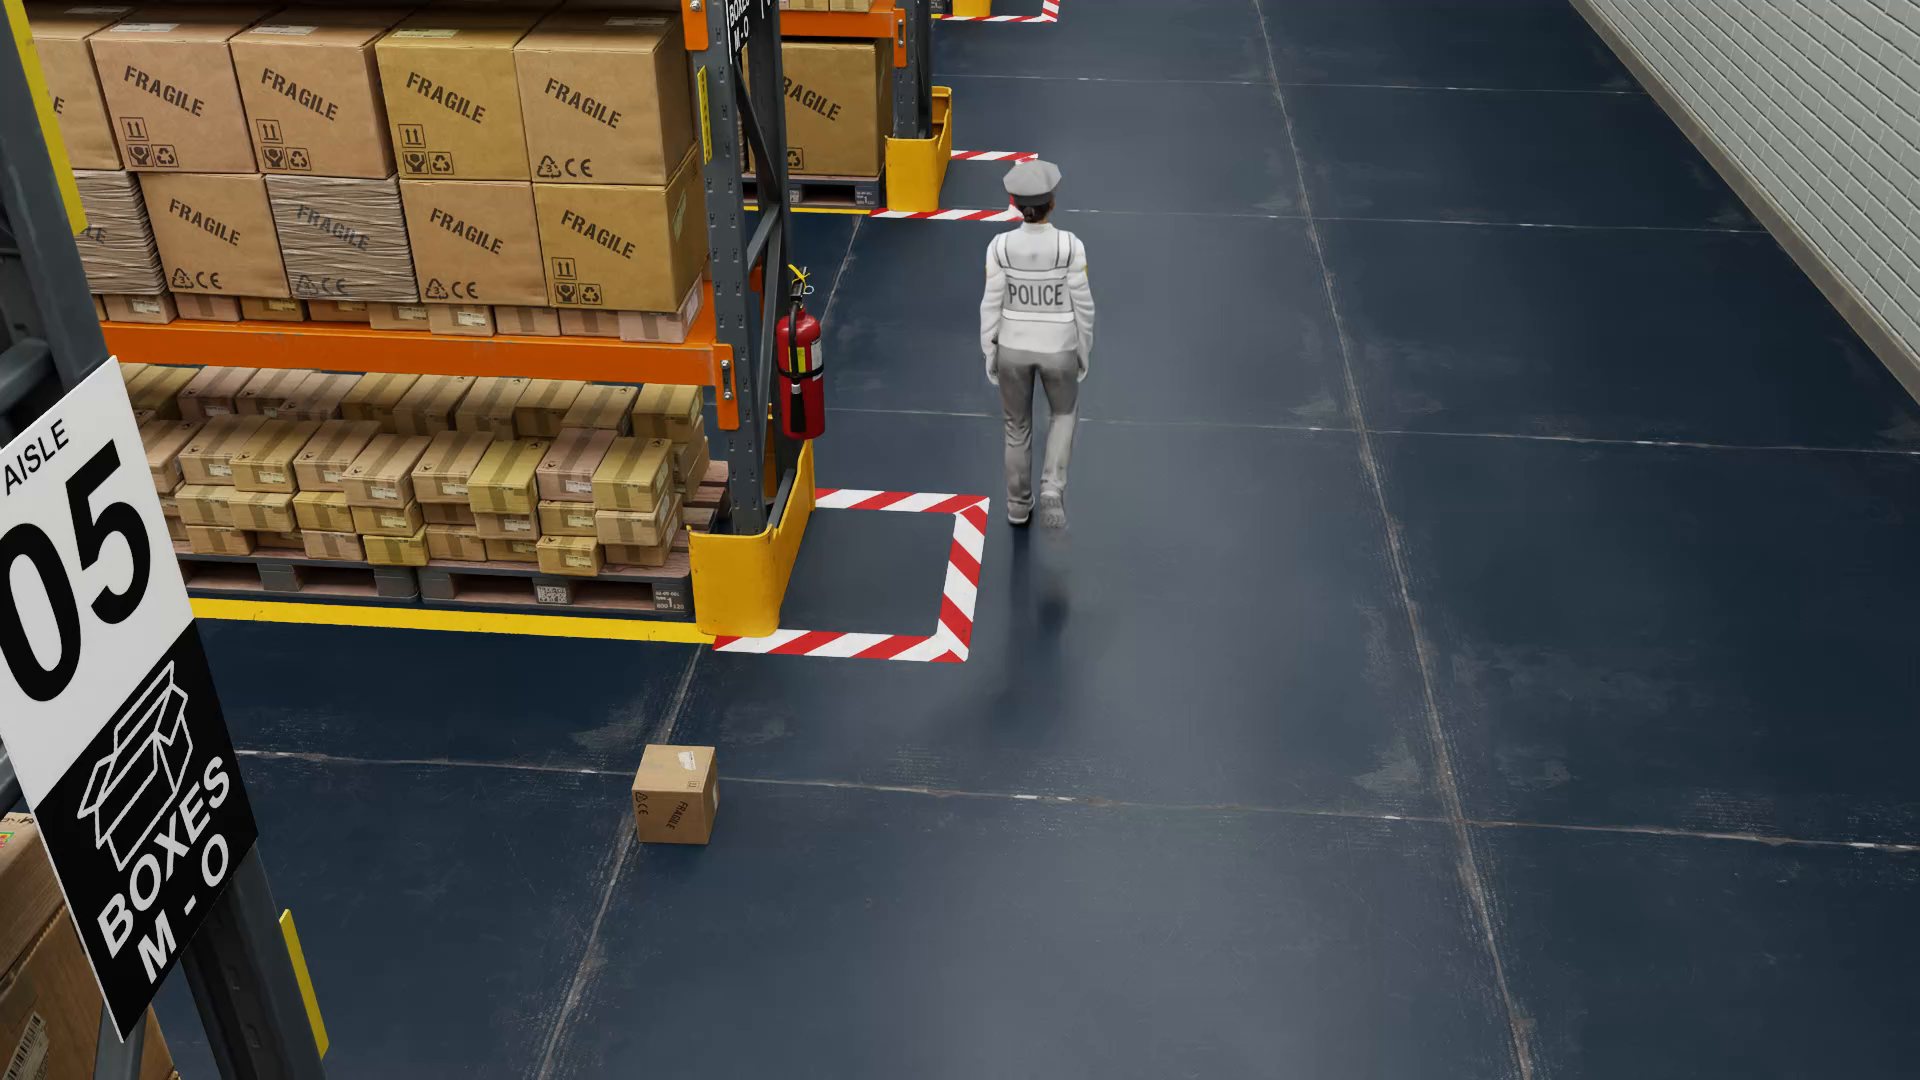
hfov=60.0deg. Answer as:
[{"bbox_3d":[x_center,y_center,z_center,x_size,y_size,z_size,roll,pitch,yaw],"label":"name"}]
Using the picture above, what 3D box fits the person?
[{"bbox_3d":[0.333,-0.797,7.346,0.505,1.668,0.531,3,32,4],"label":"person"}]
